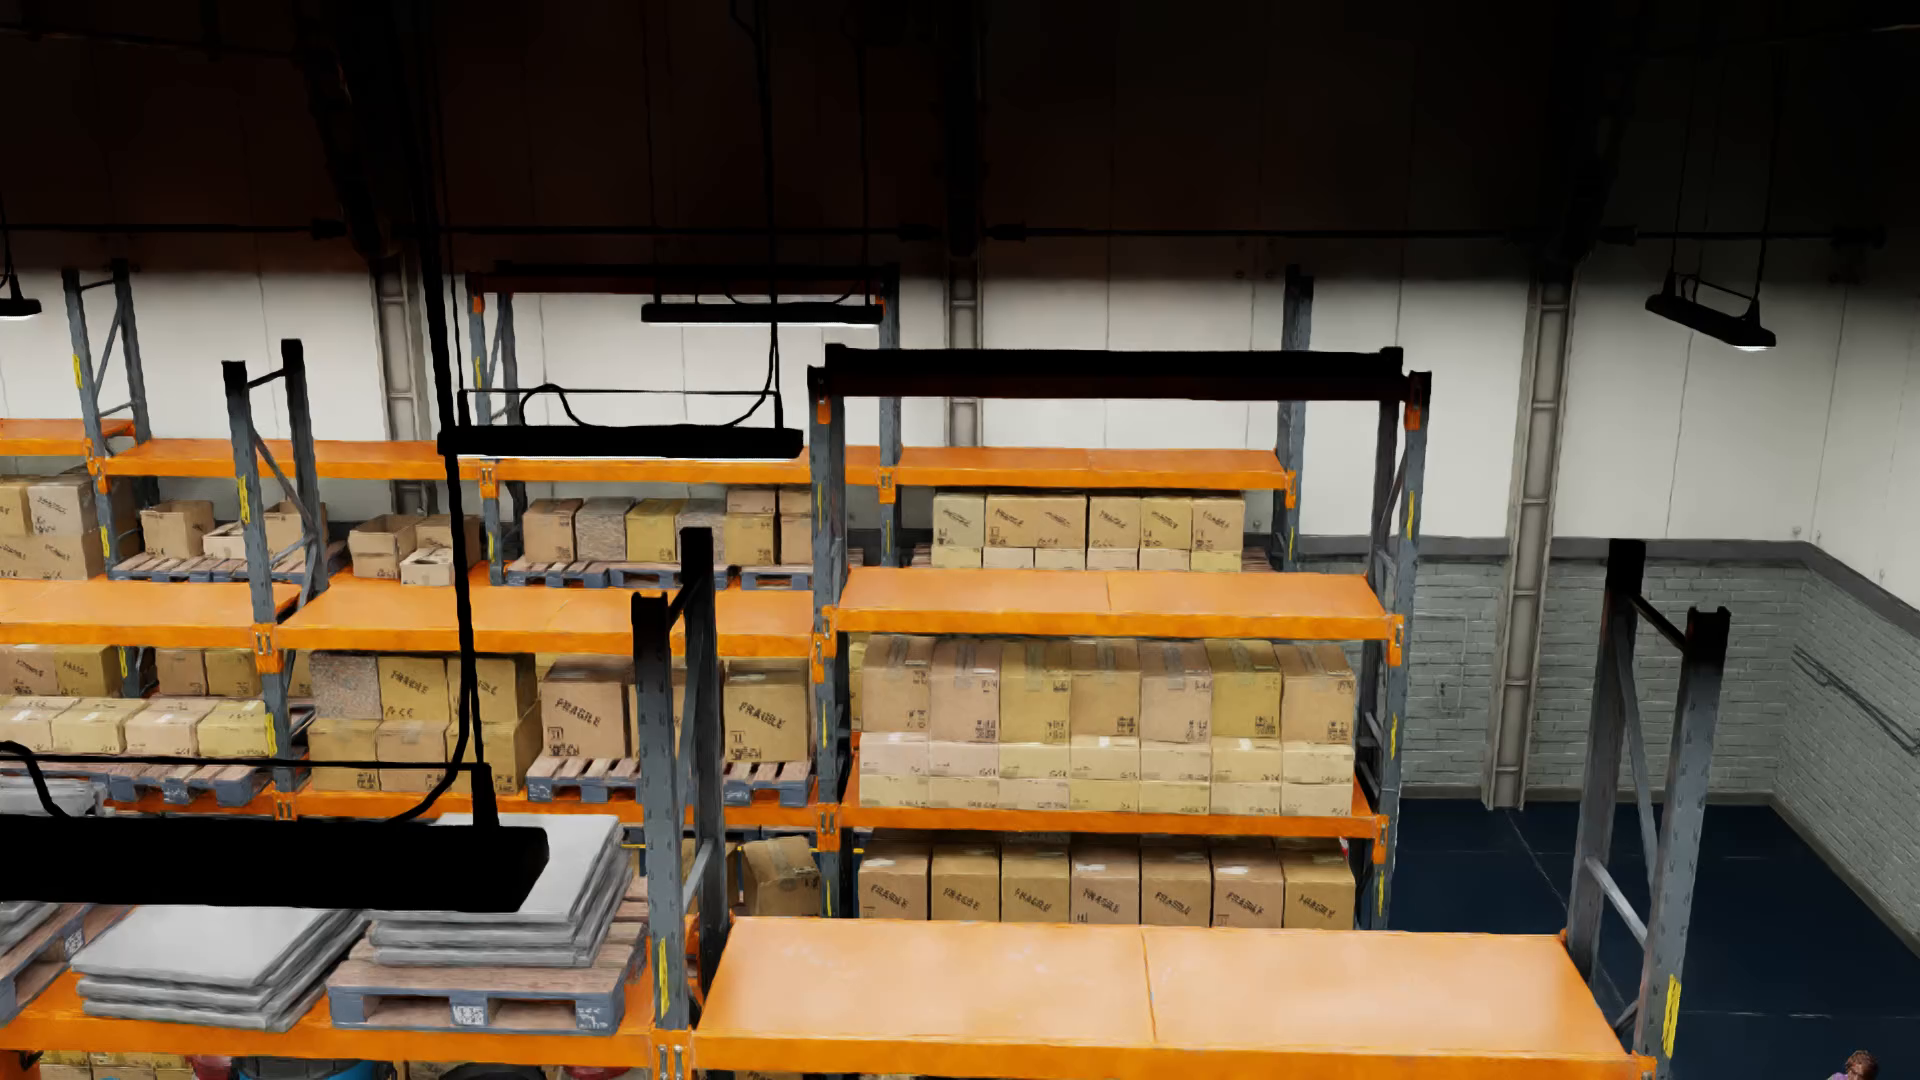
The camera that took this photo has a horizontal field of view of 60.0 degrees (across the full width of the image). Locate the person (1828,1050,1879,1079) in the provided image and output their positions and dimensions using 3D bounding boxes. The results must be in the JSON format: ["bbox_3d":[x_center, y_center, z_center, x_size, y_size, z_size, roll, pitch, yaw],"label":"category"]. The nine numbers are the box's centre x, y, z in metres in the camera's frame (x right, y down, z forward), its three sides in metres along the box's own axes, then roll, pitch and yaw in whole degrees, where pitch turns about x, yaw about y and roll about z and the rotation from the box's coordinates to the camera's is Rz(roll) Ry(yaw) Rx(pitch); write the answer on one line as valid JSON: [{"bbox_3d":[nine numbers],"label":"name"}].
[{"bbox_3d":[6.013,4.154,11.459,0.443,1.591,0.593,-15,22,-41],"label":"person"}]
